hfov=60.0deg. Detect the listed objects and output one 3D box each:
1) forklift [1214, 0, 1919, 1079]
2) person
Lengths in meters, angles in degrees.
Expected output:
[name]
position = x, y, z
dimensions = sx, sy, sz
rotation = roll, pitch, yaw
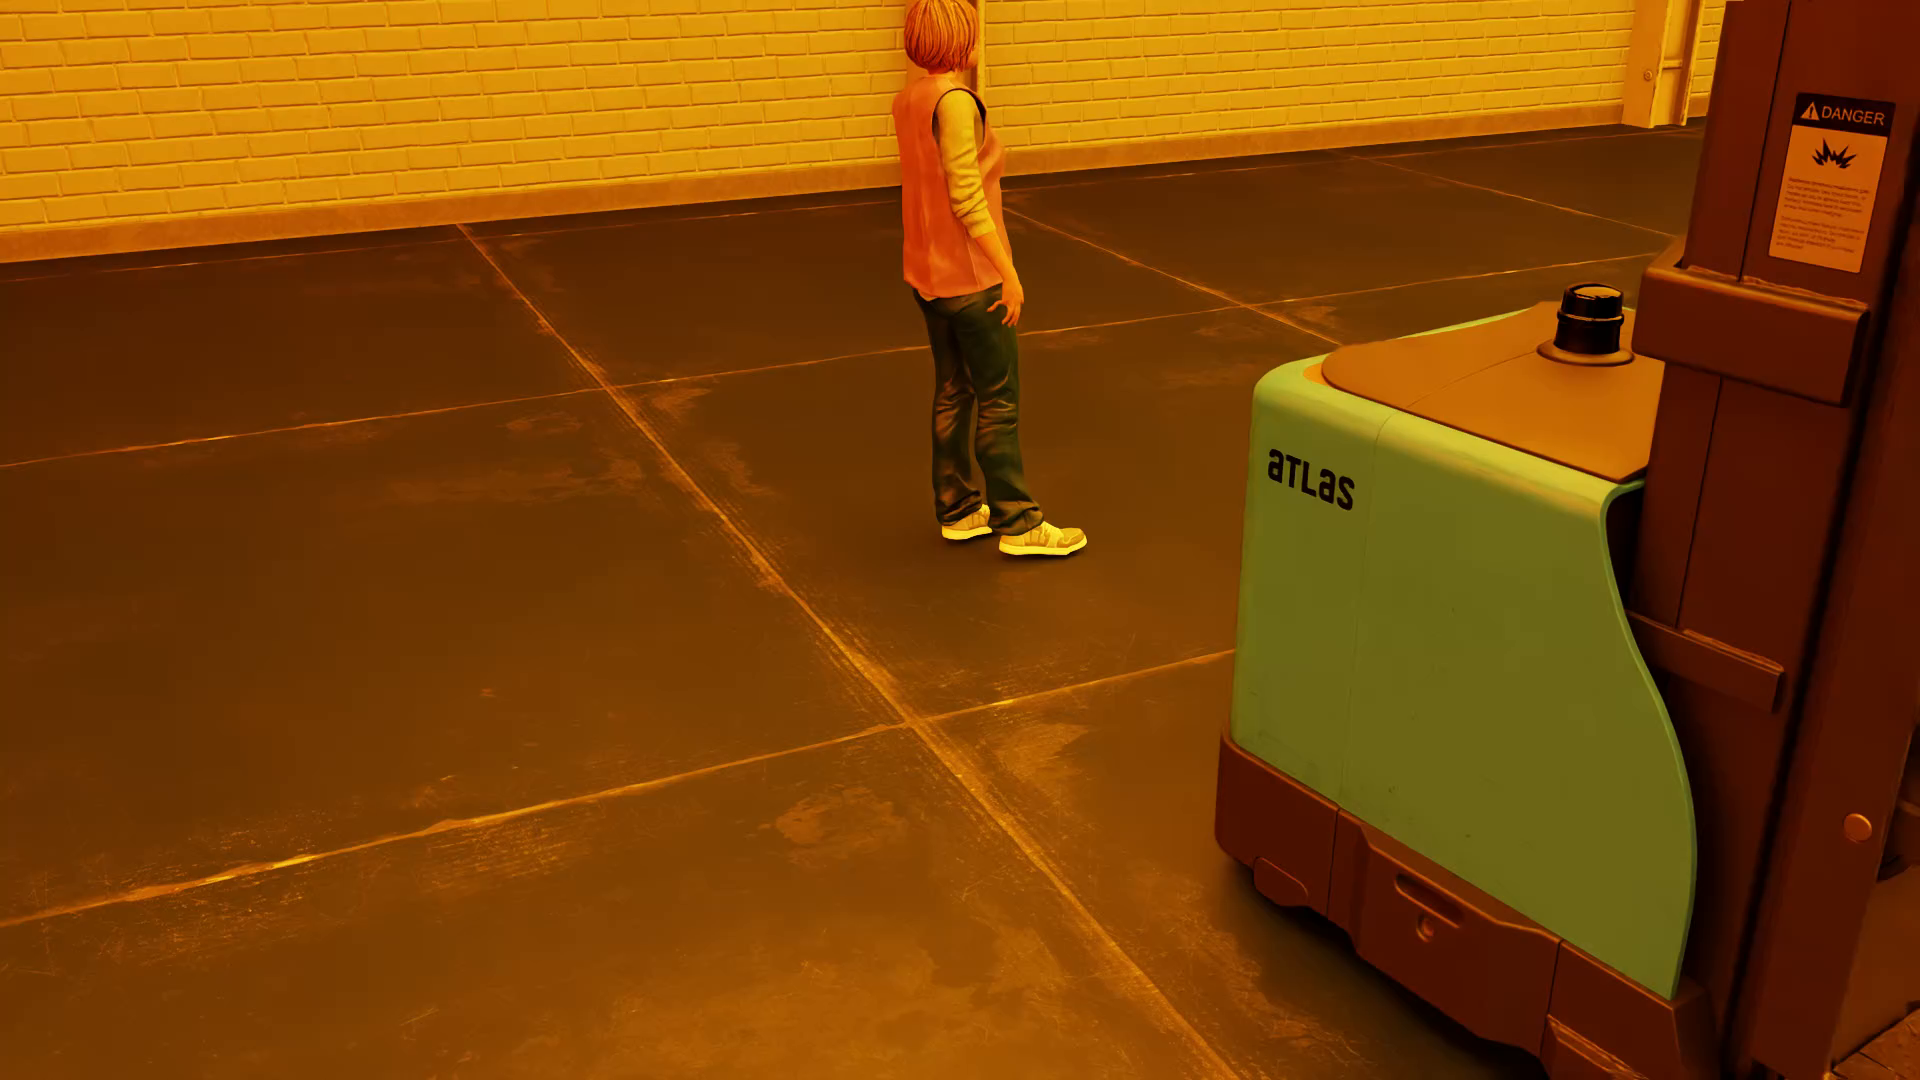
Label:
[forklift]
position = 1.777, -0.320, 2.055
dimensions = 1.130, 2.935, 3.031
rotation = -15, 27, -32
[person]
position = 0.074, -0.752, 4.815
dimensions = 0.473, 1.599, 0.520
rotation = -10, 25, -23
